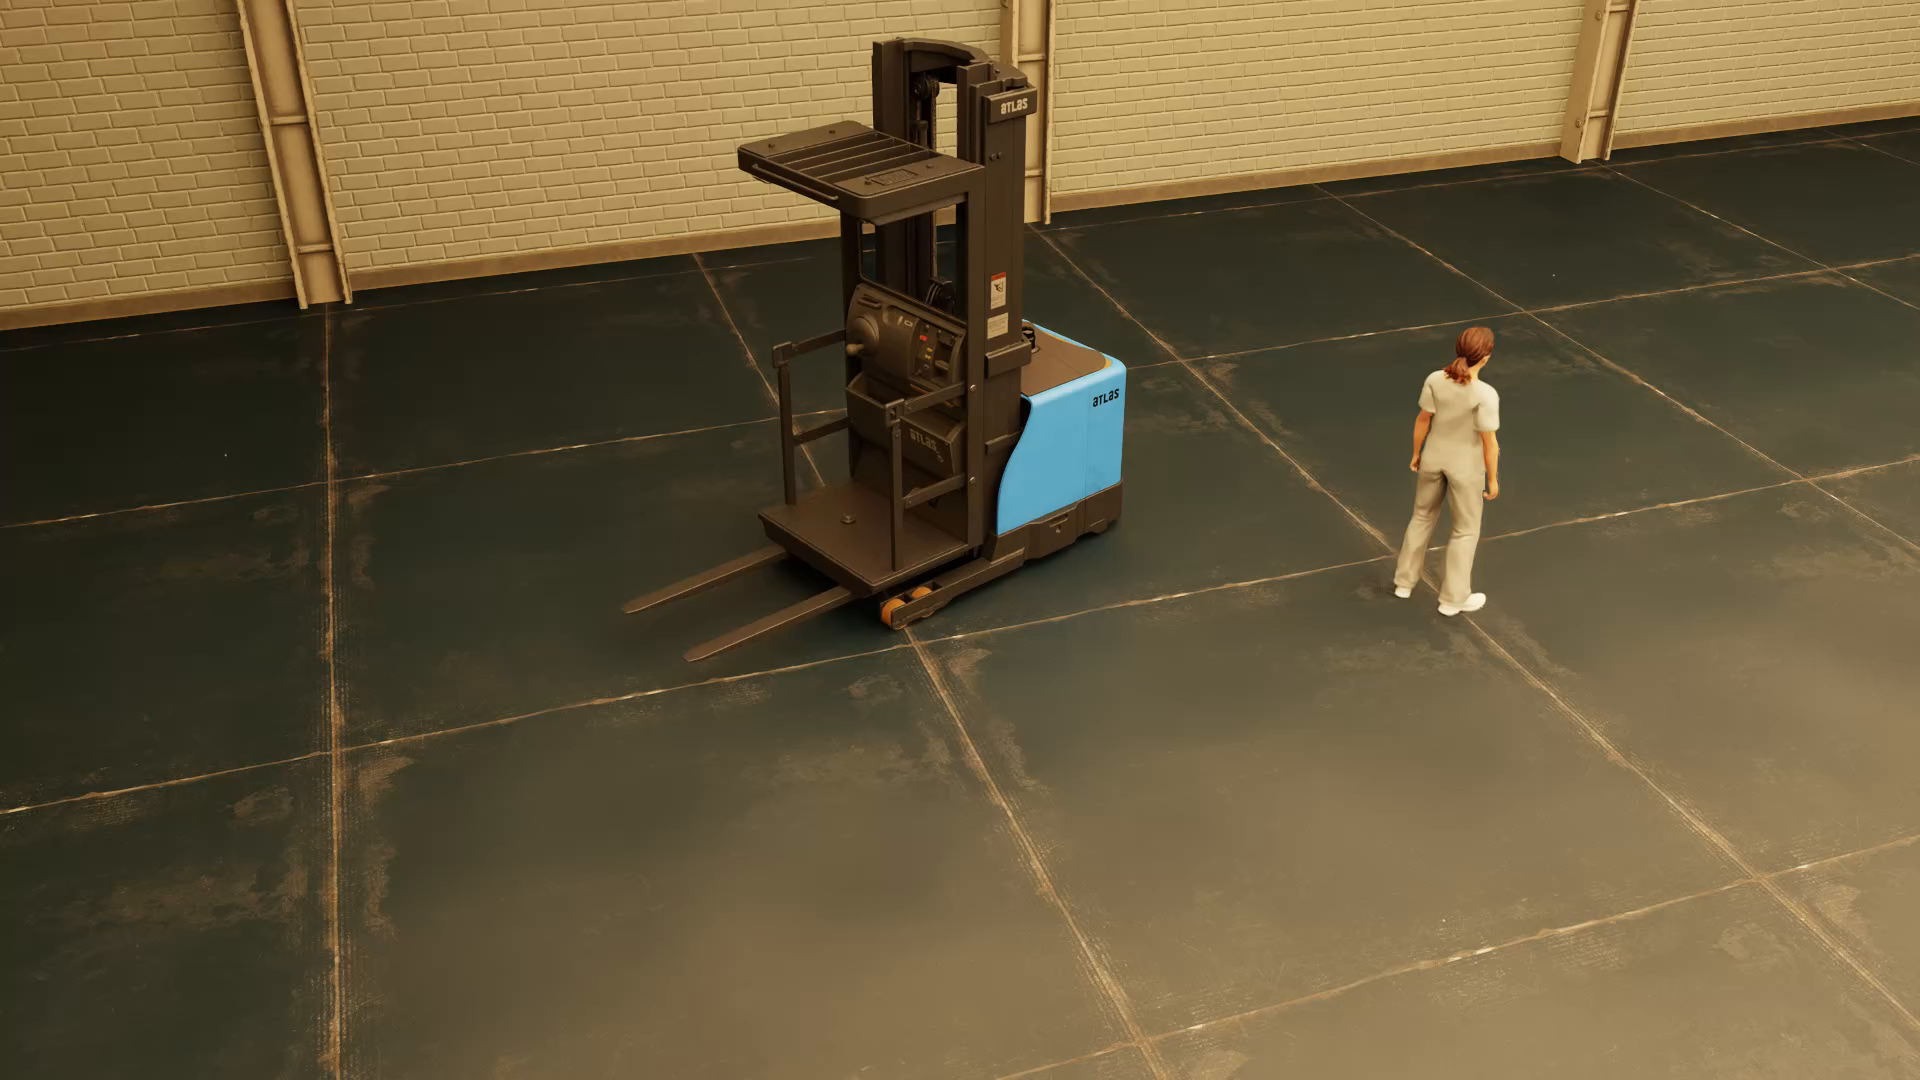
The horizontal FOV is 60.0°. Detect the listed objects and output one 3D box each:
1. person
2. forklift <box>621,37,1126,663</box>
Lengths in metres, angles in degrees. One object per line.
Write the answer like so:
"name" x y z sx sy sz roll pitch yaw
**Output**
"person" 2.681 -0.380 9.020 0.523 1.675 0.363 25 38 36
"forklift" -0.461 -1.072 8.951 3.031 2.935 1.130 -23 37 -34
